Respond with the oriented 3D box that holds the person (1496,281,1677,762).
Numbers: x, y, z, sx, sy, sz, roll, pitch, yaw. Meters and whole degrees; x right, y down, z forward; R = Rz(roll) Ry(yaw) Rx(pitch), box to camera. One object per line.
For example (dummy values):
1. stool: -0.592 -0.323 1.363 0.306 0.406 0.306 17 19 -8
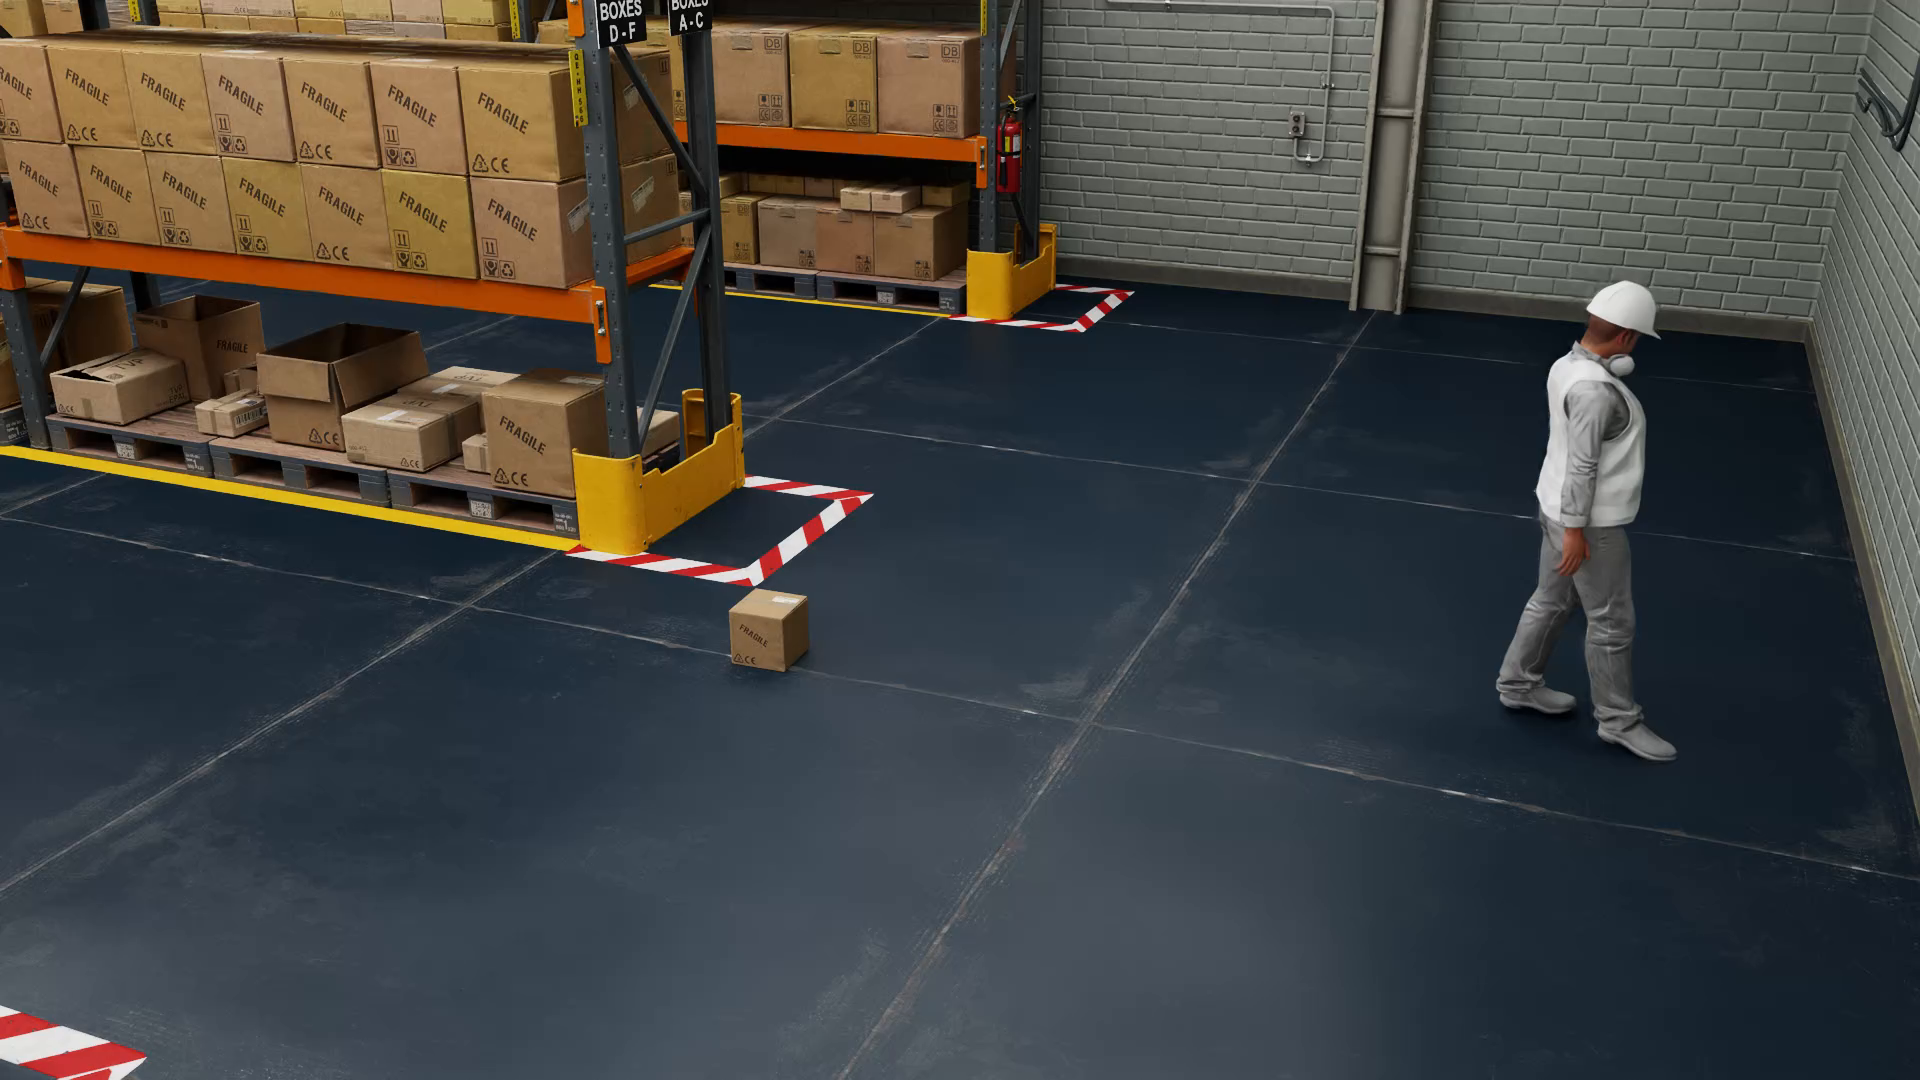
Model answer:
1. person: 2.456 -0.097 6.266 0.642 1.771 0.571 4 23 10
